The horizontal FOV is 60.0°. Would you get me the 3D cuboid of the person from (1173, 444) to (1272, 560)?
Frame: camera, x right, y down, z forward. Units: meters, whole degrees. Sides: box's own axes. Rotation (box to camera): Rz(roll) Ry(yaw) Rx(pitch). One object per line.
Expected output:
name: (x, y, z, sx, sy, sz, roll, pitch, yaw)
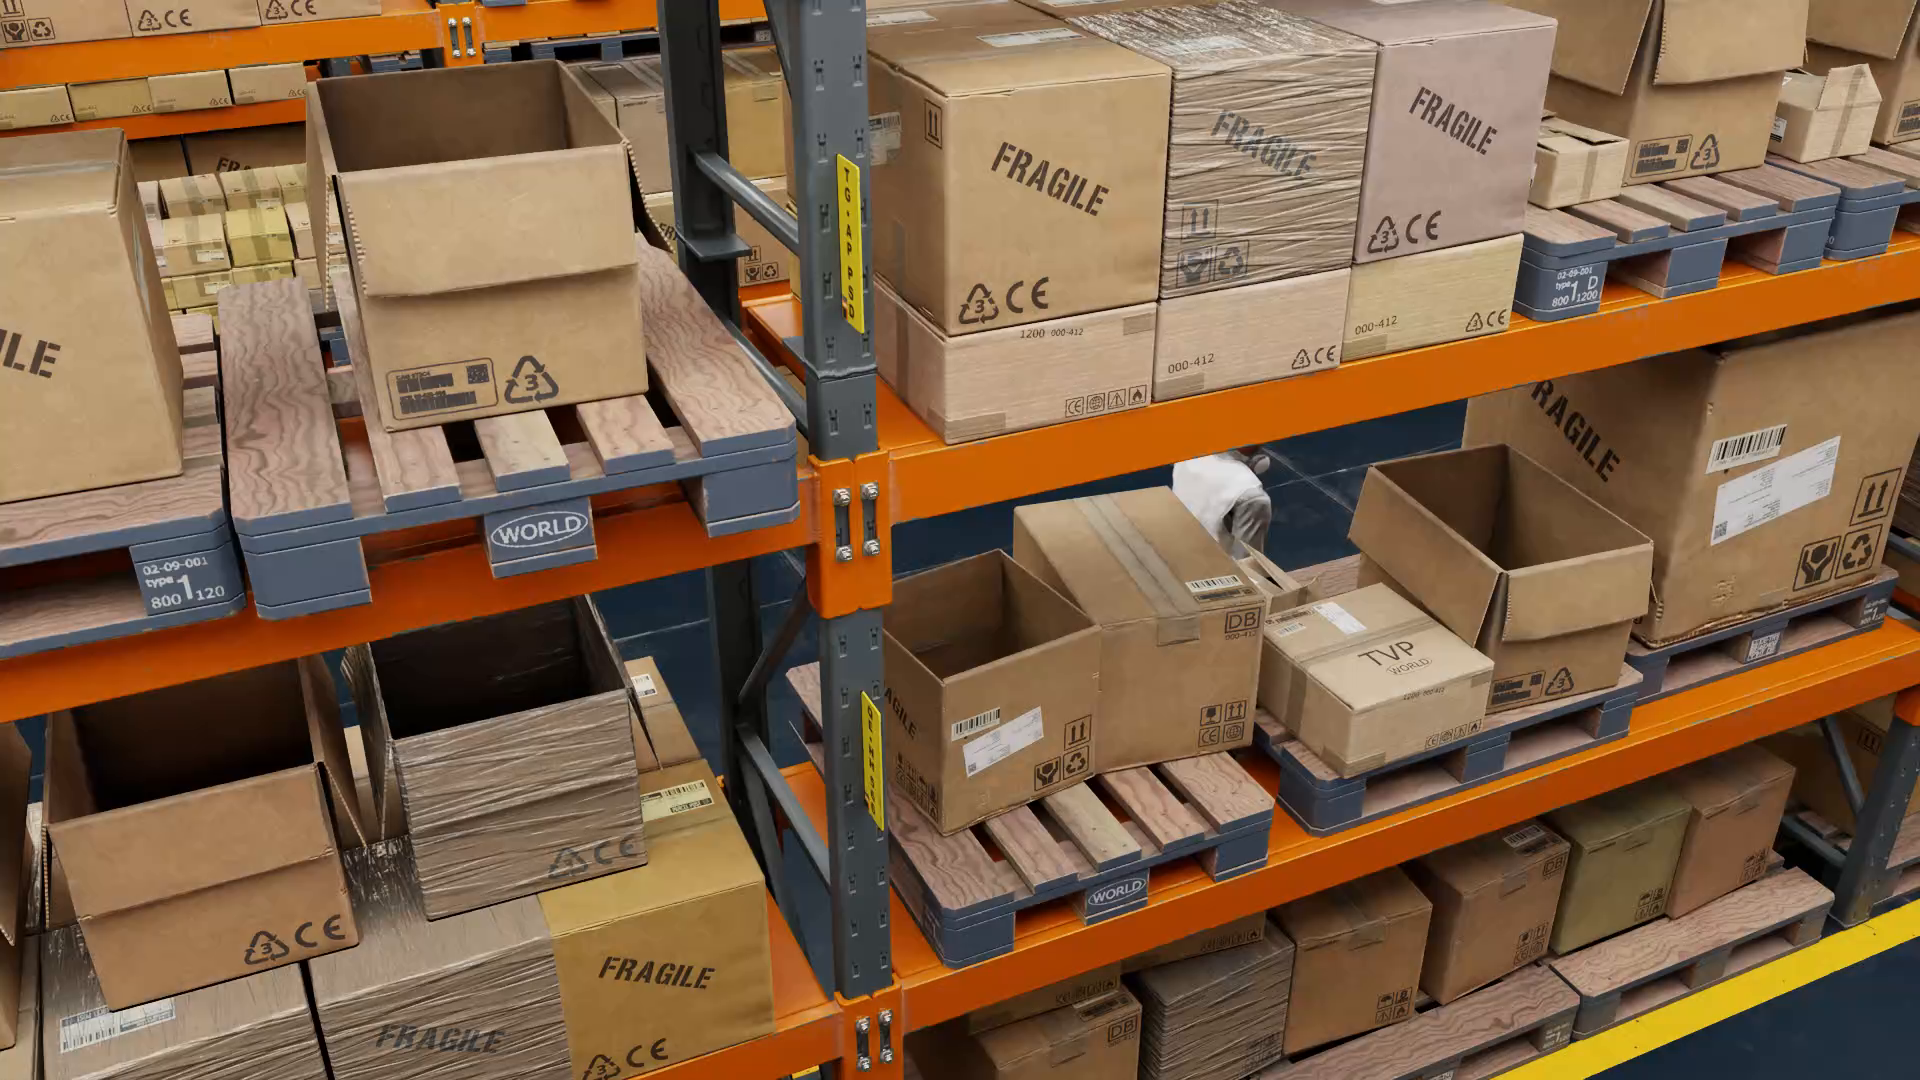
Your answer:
person: (1.047, 0.200, 6.743, 0.466, 1.771, 0.583, -13, 32, -22)
